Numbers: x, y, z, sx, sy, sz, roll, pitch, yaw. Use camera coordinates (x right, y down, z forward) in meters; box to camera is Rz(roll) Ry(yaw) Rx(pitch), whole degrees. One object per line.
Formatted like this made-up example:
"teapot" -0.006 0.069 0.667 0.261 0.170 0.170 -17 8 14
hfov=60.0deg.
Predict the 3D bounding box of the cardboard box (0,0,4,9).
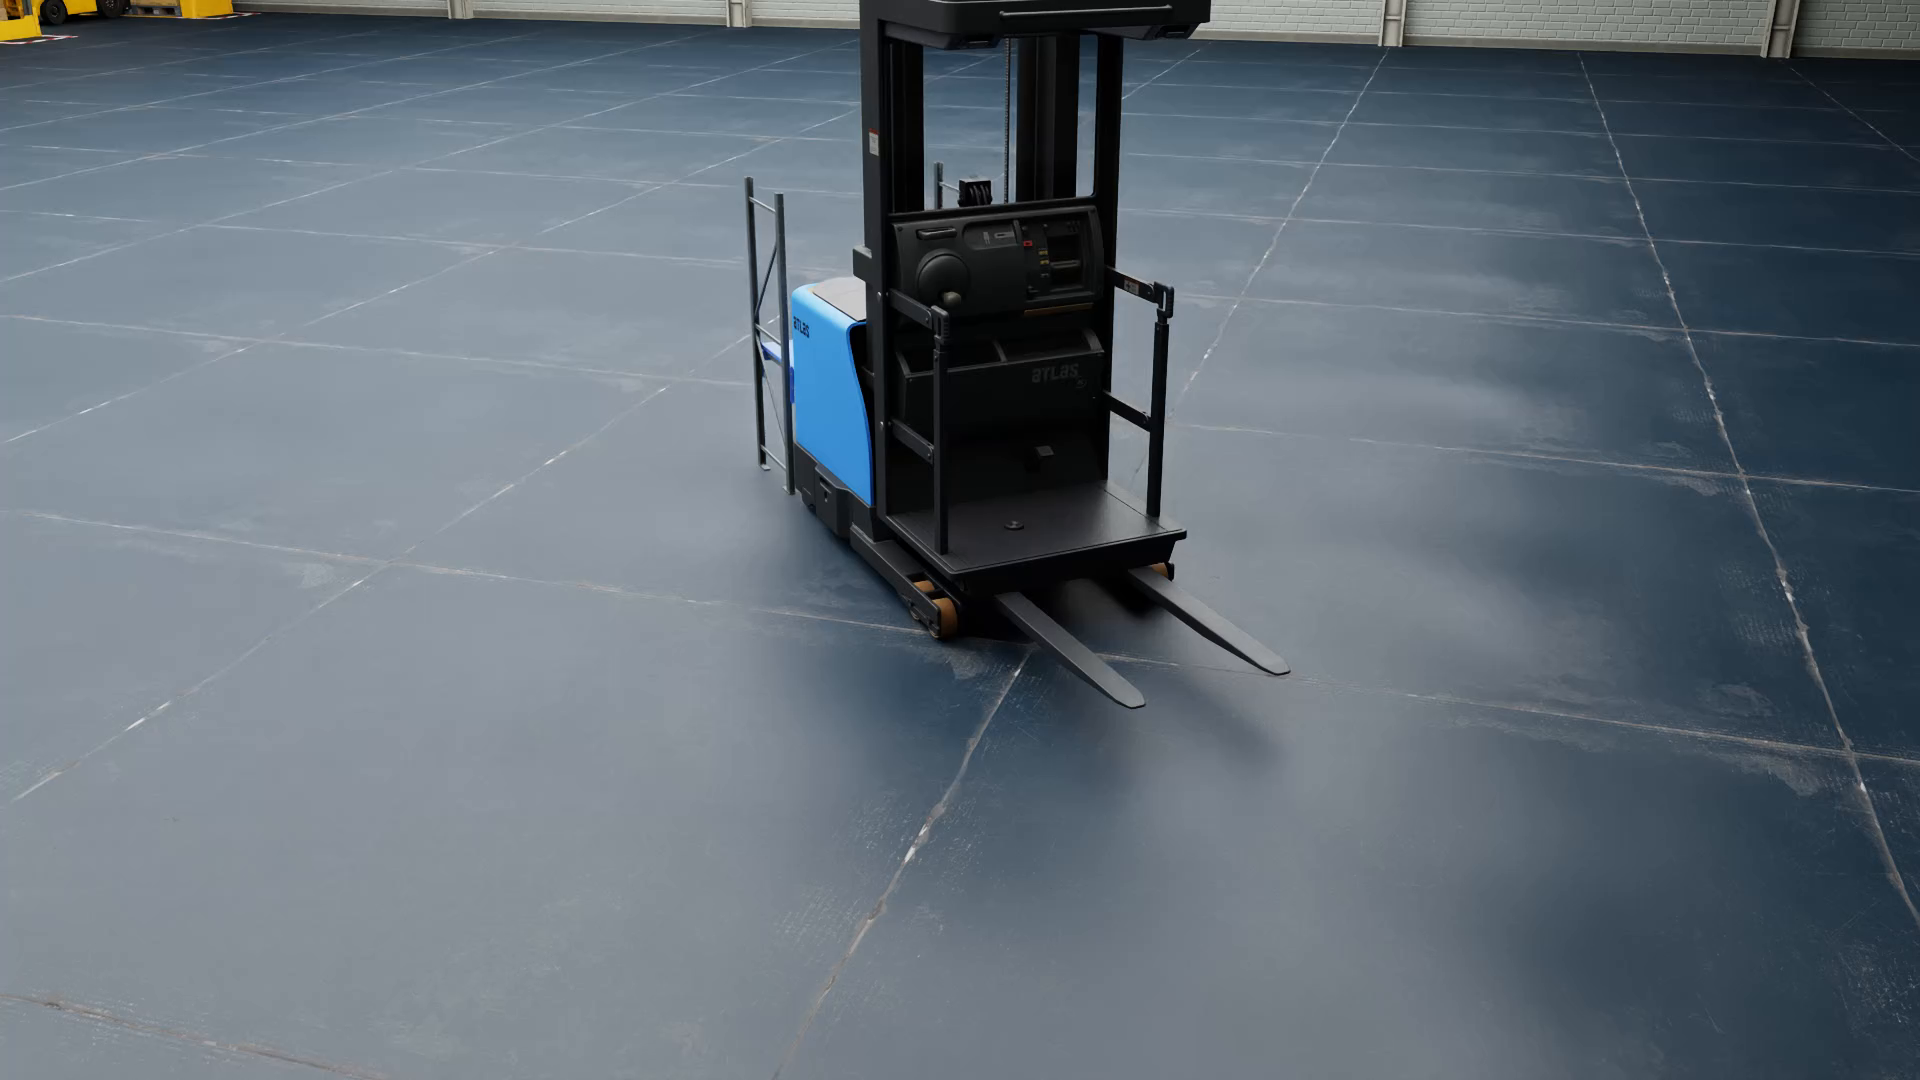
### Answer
"cardboard box" -17.397 -9.678 29.493 0.500 0.500 0.500 6 23 14

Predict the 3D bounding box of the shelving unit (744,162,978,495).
"shelving unit" -0.481 -1.088 8.446 1.048 1.500 0.538 -10 24 -23

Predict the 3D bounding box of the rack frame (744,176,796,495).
"rack frame" -0.943 -1.007 8.250 0.032 1.500 0.500 -10 24 -23

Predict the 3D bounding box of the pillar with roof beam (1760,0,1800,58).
"pillar with roof beam" 11.820 -10.348 21.140 0.400 9.000 9.100 7 23 16

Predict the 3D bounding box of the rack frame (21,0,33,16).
"rack frame" -16.681 -10.218 28.727 0.127 3.000 1.000 7 23 16

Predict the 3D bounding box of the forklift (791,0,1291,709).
"forklift" 0.261 -1.142 6.691 1.130 2.935 3.031 -10 24 -23

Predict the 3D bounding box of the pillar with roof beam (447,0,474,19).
"pillar with roof beam" -11.157 -12.979 27.554 0.400 9.000 9.100 7 23 16

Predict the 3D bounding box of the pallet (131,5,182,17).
"pallet" -15.995 -10.800 33.821 1.213 0.211 1.003 7 23 16

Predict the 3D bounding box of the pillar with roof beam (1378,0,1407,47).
"pillar with roof beam" 6.076 -11.006 22.743 0.400 9.000 9.100 7 23 16

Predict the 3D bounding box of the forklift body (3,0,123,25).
"forklift body" -17.594 -11.174 32.176 1.214 2.155 2.313 7 23 16

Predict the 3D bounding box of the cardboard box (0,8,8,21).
"cardboard box" -17.374 -9.329 29.629 0.500 0.250 0.500 6 23 15

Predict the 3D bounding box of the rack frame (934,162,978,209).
"rack frame" -0.019 -1.169 8.643 0.032 1.500 0.500 -10 24 -23

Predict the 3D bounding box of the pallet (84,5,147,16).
"pallet" -17.160 -10.934 34.149 1.213 0.211 1.003 7 23 15

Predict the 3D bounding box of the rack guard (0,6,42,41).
"rack guard" -16.754 -9.069 29.221 0.348 0.500 1.175 7 23 16

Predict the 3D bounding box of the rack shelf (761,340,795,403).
"rack shelf" -0.481 -0.922 8.514 1.000 0.185 0.538 -10 24 -23

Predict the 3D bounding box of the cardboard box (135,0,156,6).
"cardboard box" -16.266 -10.938 33.554 0.500 0.250 0.500 7 23 15

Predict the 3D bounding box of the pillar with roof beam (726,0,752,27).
"pillar with roof beam" -5.413 -12.321 25.950 0.400 9.000 9.100 7 23 16

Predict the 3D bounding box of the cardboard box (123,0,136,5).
"cardboard box" -16.742 -10.996 33.695 0.500 0.250 0.500 7 23 16

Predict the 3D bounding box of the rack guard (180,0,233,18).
"rack guard" -15.228 -10.862 33.592 0.348 0.500 1.175 7 23 16

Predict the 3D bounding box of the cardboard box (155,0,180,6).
"cardboard box" -15.792 -10.880 33.412 0.500 0.250 0.500 7 23 16
